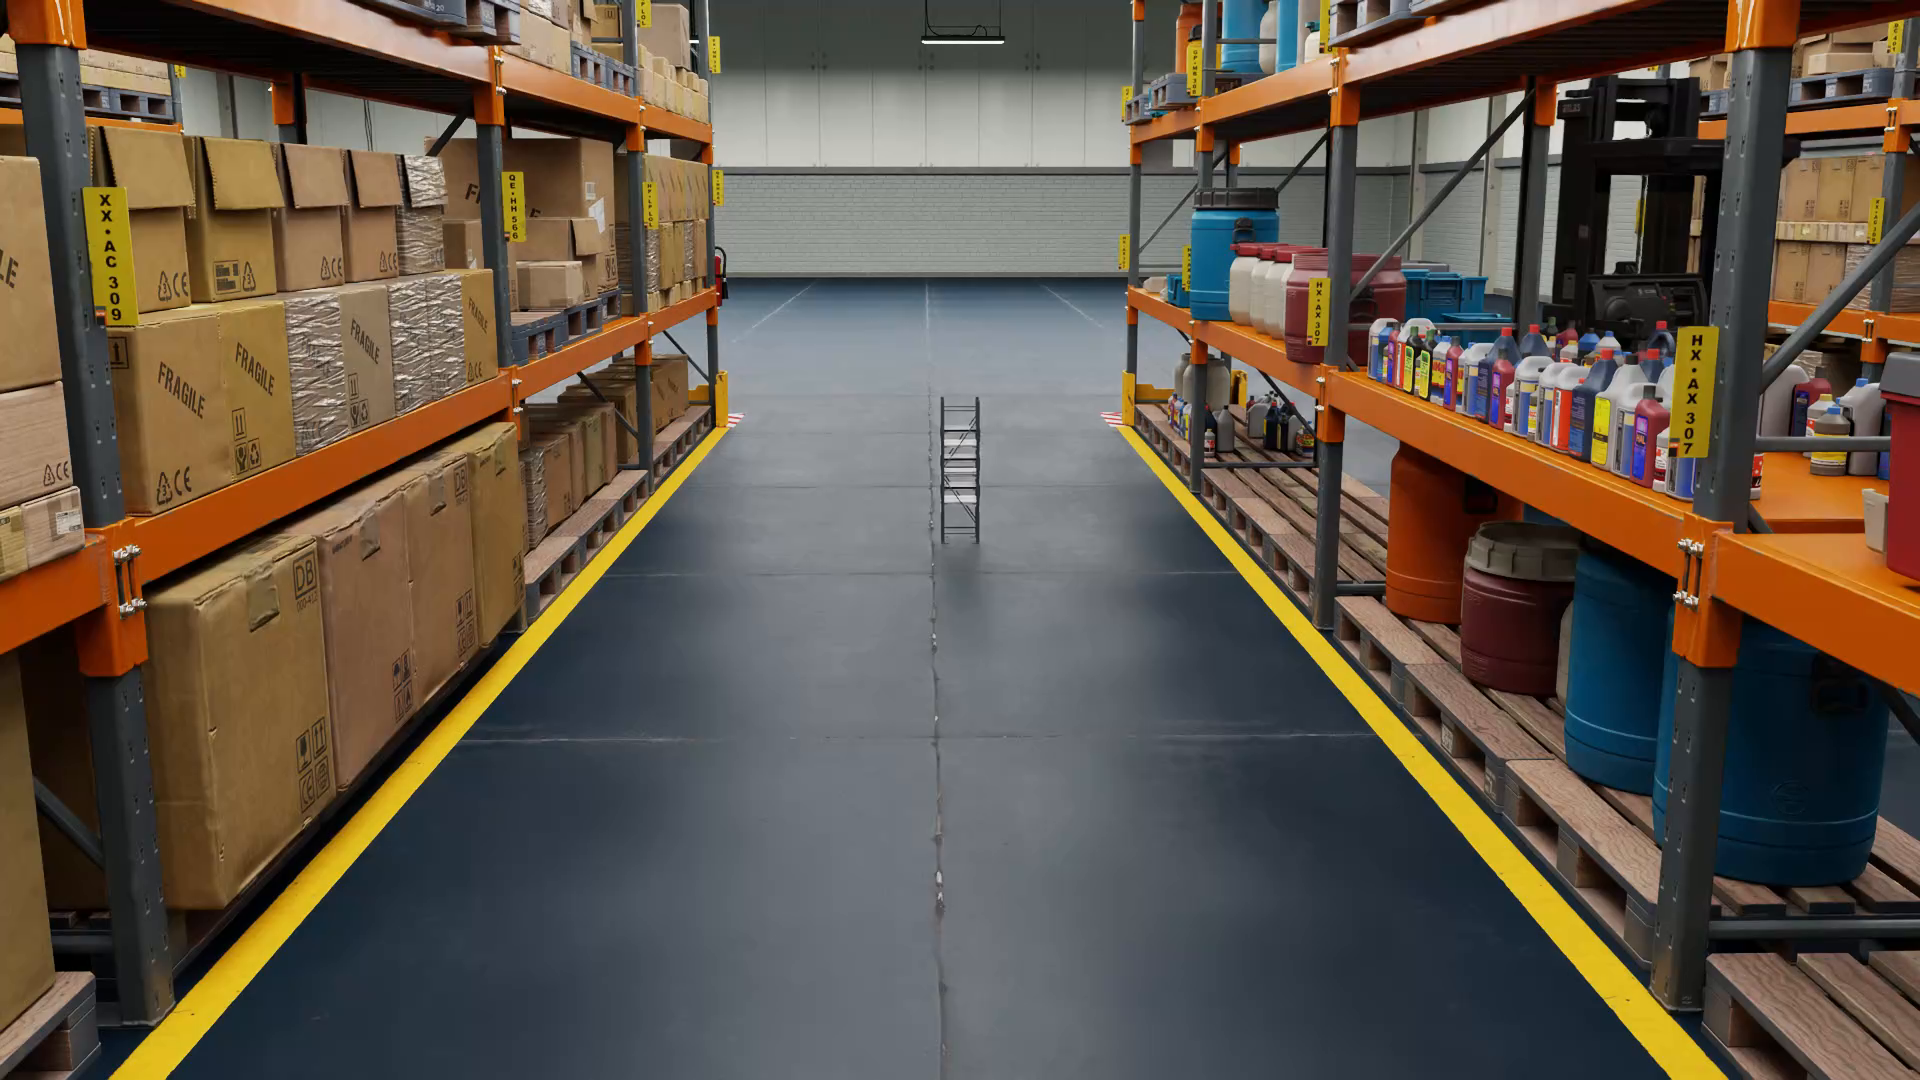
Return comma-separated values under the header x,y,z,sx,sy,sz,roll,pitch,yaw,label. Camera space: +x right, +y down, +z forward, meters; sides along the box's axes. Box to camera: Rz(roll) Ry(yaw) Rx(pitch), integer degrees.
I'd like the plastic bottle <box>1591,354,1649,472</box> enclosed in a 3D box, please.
x,y,z,sx,sy,sz,roll,pitch,yaw,label
2.021,-0.389,5.057,0.144,0.351,0.185,0,11,-1,plastic bottle

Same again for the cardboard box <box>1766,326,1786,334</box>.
x,y,z,sx,sy,sz,roll,pitch,yaw,label
7.380,-1.757,15.651,0.500,0.500,0.500,0,11,-1,cardboard box

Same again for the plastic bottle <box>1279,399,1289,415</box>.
x,y,z,sx,sy,sz,roll,pitch,yaw,label
2.596,-0.939,13.201,0.144,0.351,0.185,-1,11,-4,plastic bottle

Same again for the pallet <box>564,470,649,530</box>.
x,y,z,sx,sy,sz,roll,pitch,yaw,label
-2.733,-0.281,11.411,1.003,0.211,1.213,0,11,-1,pallet

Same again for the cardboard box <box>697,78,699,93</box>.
x,y,z,sx,sy,sz,roll,pitch,yaw,label
-2.512,-4.029,14.704,0.380,0.149,0.250,-1,11,-4,cardboard box

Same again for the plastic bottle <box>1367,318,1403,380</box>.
x,y,z,sx,sy,sz,roll,pitch,yaw,label
1.970,-0.879,7.659,0.152,0.276,0.135,0,11,-1,plastic bottle

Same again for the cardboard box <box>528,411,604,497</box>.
x,y,z,sx,sy,sz,roll,pitch,yaw,label
-2.768,-0.575,11.032,0.700,0.500,0.500,0,11,-2,cardboard box

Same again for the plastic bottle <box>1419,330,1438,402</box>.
x,y,z,sx,sy,sz,roll,pitch,yaw,label
1.942,-0.718,6.847,0.061,0.283,0.133,0,11,-1,plastic bottle

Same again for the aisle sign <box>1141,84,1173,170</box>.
x,y,z,sx,sy,sz,roll,pitch,yaw,label
1.825,-3.905,15.722,0.394,0.787,0.004,0,11,-1,aisle sign

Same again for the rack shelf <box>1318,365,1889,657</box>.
x,y,z,sx,sy,sz,roll,pitch,yaw,label
2.326,-0.277,6.190,1.077,0.370,4.000,0,11,-1,rack shelf

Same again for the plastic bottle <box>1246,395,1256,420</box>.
x,y,z,sx,sy,sz,roll,pitch,yaw,label
2.467,-1.088,14.102,0.061,0.283,0.133,0,11,-1,plastic bottle

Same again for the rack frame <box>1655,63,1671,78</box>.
x,y,z,sx,sy,sz,roll,pitch,yaw,label
7.071,-5.577,15.416,1.000,3.000,0.127,0,11,-1,rack frame

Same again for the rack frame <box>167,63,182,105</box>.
x,y,z,sx,sy,sz,roll,pitch,yaw,label
-7.794,-5.537,15.218,1.000,3.000,0.127,0,11,-1,rack frame

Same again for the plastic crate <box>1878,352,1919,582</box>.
x,y,z,sx,sy,sz,roll,pitch,yaw,label
2.135,-0.114,3.266,0.402,0.464,0.583,0,11,-1,plastic crate

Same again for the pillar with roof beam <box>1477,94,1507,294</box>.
x,y,z,sx,sy,sz,roll,pitch,yaw,label
8.103,-10.216,38.281,9.100,9.000,0.548,0,11,-1,pillar with roof beam

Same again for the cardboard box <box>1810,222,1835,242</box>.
x,y,z,sx,sy,sz,roll,pitch,yaw,label
6.917,-2.415,13.037,0.380,0.149,0.250,0,11,-1,cardboard box

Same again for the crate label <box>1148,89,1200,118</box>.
x,y,z,sx,sy,sz,roll,pitch,yaw,label
1.827,-3.641,13.792,0.502,0.251,0.408,0,11,-1,crate label

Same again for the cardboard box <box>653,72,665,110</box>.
x,y,z,sx,sy,sz,roll,pitch,yaw,label
-2.519,-3.394,12.578,0.500,0.250,0.500,0,11,-2,cardboard box

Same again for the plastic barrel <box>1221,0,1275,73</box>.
x,y,z,sx,sy,sz,roll,pitch,yaw,label
2.288,-3.942,12.585,0.600,0.901,0.708,0,11,-1,plastic barrel

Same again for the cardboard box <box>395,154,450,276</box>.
x,y,z,sx,sy,sz,roll,pitch,yaw,label
-2.669,-1.402,7.151,0.797,0.503,0.637,0,11,1,cardboard box

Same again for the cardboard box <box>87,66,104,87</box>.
x,y,z,sx,sy,sz,roll,pitch,yaw,label
-7.422,-3.881,13.926,0.380,0.149,0.250,0,11,-1,cardboard box

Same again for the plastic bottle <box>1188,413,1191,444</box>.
x,y,z,sx,sy,sz,roll,pitch,yaw,label
1.851,-0.904,13.195,0.061,0.283,0.133,1,11,3,plastic bottle

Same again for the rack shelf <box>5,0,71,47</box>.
x,y,z,sx,sy,sz,roll,pitch,yaw,label
-2.544,-0.932,1.872,1.077,0.370,4.000,0,11,-1,rack shelf

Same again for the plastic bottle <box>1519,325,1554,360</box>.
x,y,z,sx,sy,sz,roll,pitch,yaw,label
2.147,-0.636,6.272,0.144,0.351,0.185,0,11,-1,plastic bottle

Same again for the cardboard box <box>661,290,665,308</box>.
x,y,z,sx,sy,sz,roll,pitch,yaw,label
-2.494,-1.872,12.873,0.380,0.149,0.250,0,11,-1,cardboard box

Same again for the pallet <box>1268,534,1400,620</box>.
x,y,z,sx,sy,sz,roll,pitch,yaw,label
2.307,0.185,9.115,1.003,0.211,1.213,0,11,-1,pallet

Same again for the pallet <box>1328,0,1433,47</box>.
x,y,z,sx,sy,sz,roll,pitch,yaw,label
2.202,-2.252,7.047,1.003,0.211,1.213,0,11,-1,pallet

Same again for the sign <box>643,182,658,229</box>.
x,y,z,sx,sy,sz,roll,pitch,yaw,label
-2.195,-2.372,11.796,0.100,0.325,0.005,0,11,-1,sign

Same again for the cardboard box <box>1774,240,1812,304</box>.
x,y,z,sx,sy,sz,roll,pitch,yaw,label
7.115,-2.184,13.527,0.700,0.500,0.500,0,11,0,cardboard box

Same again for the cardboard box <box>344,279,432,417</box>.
x,y,z,sx,sy,sz,roll,pitch,yaw,label
-2.391,-0.756,6.492,0.500,0.500,0.500,-1,11,-3,cardboard box

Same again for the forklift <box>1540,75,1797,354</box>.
x,y,z,sx,sy,sz,roll,pitch,yaw,label
4.727,-1.610,11.121,1.130,2.935,3.031,-3,12,-15,forklift

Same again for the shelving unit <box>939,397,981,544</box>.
x,y,z,sx,sy,sz,roll,pitch,yaw,label
0.000,-0.439,10.462,0.258,0.900,0.210,0,11,-1,shelving unit

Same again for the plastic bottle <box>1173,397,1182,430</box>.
x,y,z,sx,sy,sz,roll,pitch,yaw,label
1.852,-1.066,14.025,0.097,0.271,0.097,0,11,0,plastic bottle

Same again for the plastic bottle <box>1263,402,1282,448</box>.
x,y,z,sx,sy,sz,roll,pitch,yaw,label
2.456,-0.901,13.013,0.144,0.351,0.185,0,11,-1,plastic bottle

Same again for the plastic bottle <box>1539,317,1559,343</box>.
x,y,z,sx,sy,sz,roll,pitch,yaw,label
2.719,-0.891,7.702,0.061,0.283,0.133,0,11,-1,plastic bottle

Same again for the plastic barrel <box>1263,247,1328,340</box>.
x,y,z,sx,sy,sz,roll,pitch,yaw,label
2.026,-1.466,9.899,0.433,0.535,0.433,0,11,0,plastic barrel

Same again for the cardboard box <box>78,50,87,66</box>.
x,y,z,sx,sy,sz,roll,pitch,yaw,label
-7.475,-3.998,13.500,0.500,0.250,0.500,0,11,-1,cardboard box

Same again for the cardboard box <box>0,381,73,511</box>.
x,y,z,sx,sy,sz,roll,pitch,yaw,label
-2.313,-0.197,3.616,0.500,0.250,0.500,0,11,-2,cardboard box

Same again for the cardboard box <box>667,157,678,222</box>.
x,y,z,sx,sy,sz,roll,pitch,yaw,label
-2.527,-2.776,13.184,0.500,0.500,0.500,0,11,-1,cardboard box

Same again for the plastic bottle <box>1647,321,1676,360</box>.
x,y,z,sx,sy,sz,roll,pitch,yaw,label
2.704,-0.665,6.418,0.144,0.351,0.185,0,11,-1,plastic bottle

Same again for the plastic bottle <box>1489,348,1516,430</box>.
x,y,z,sx,sy,sz,roll,pitch,yaw,label
1.960,-0.543,5.987,0.061,0.283,0.133,0,11,-1,plastic bottle

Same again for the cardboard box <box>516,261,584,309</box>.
x,y,z,sx,sy,sz,roll,pitch,yaw,label
-2.472,-1.473,9.597,0.500,0.250,0.500,-1,11,-3,cardboard box

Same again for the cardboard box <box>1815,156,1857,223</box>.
x,y,z,sx,sy,sz,roll,pitch,yaw,label
7.127,-2.715,12.884,0.700,0.500,0.500,0,11,-1,cardboard box

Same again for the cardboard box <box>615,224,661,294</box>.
x,y,z,sx,sy,sz,roll,pitch,yaw,label
-2.698,-2.086,12.299,0.875,0.500,0.500,0,11,-1,cardboard box

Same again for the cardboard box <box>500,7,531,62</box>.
x,y,z,sx,sy,sz,roll,pitch,yaw,label
-2.423,-2.498,8.160,0.500,0.250,0.500,0,11,0,cardboard box

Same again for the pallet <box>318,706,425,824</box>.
x,y,z,sx,sy,sz,roll,pitch,yaw,label
-2.704,0.759,6.288,1.003,0.211,1.213,0,11,-1,pallet

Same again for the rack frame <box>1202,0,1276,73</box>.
x,y,z,sx,sy,sz,roll,pitch,yaw,label
2.202,-4.762,11.401,1.000,3.000,0.127,0,11,-1,rack frame

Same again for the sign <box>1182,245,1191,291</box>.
x,y,z,sx,sy,sz,roll,pitch,yaw,label
1.651,-1.958,11.969,0.100,0.325,0.005,0,11,-1,sign

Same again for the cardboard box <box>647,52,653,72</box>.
x,y,z,sx,sy,sz,roll,pitch,yaw,label
-2.507,-3.567,12.425,0.380,0.149,0.250,0,11,-1,cardboard box

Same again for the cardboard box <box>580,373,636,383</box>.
x,y,z,sx,sy,sz,roll,pitch,yaw,label
-2.829,-1.099,13.664,0.500,0.500,0.500,-1,12,-6,cardboard box

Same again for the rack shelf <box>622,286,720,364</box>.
x,y,z,sx,sy,sz,roll,pitch,yaw,label
-2.792,-1.847,13.928,1.077,0.370,4.000,0,11,-1,rack shelf

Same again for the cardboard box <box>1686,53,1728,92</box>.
x,y,z,sx,sy,sz,roll,pitch,yaw,label
7.079,-4.318,15.086,0.797,0.503,0.637,1,11,3,cardboard box

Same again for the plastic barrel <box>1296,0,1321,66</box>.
x,y,z,sx,sy,sz,roll,pitch,yaw,label
2.443,-3.308,10.514,0.600,0.901,0.600,0,11,0,plastic barrel

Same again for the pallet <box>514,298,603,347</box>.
x,y,z,sx,sy,sz,roll,pitch,yaw,label
-2.749,-1.306,9.935,1.003,0.211,1.213,0,11,-1,pallet

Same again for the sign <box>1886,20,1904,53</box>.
x,y,z,sx,sy,sz,roll,pitch,yaw,label
6.599,-3.602,11.723,0.100,0.325,0.005,0,11,-1,sign

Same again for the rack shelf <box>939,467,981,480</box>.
x,y,z,sx,sy,sz,roll,pitch,yaw,label
0.000,-0.407,10.468,0.258,0.077,0.200,0,11,-1,rack shelf

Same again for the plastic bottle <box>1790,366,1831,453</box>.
x,y,z,sx,sy,sz,roll,pitch,yaw,label
2.768,-0.426,5.408,0.061,0.283,0.133,0,11,-1,plastic bottle
